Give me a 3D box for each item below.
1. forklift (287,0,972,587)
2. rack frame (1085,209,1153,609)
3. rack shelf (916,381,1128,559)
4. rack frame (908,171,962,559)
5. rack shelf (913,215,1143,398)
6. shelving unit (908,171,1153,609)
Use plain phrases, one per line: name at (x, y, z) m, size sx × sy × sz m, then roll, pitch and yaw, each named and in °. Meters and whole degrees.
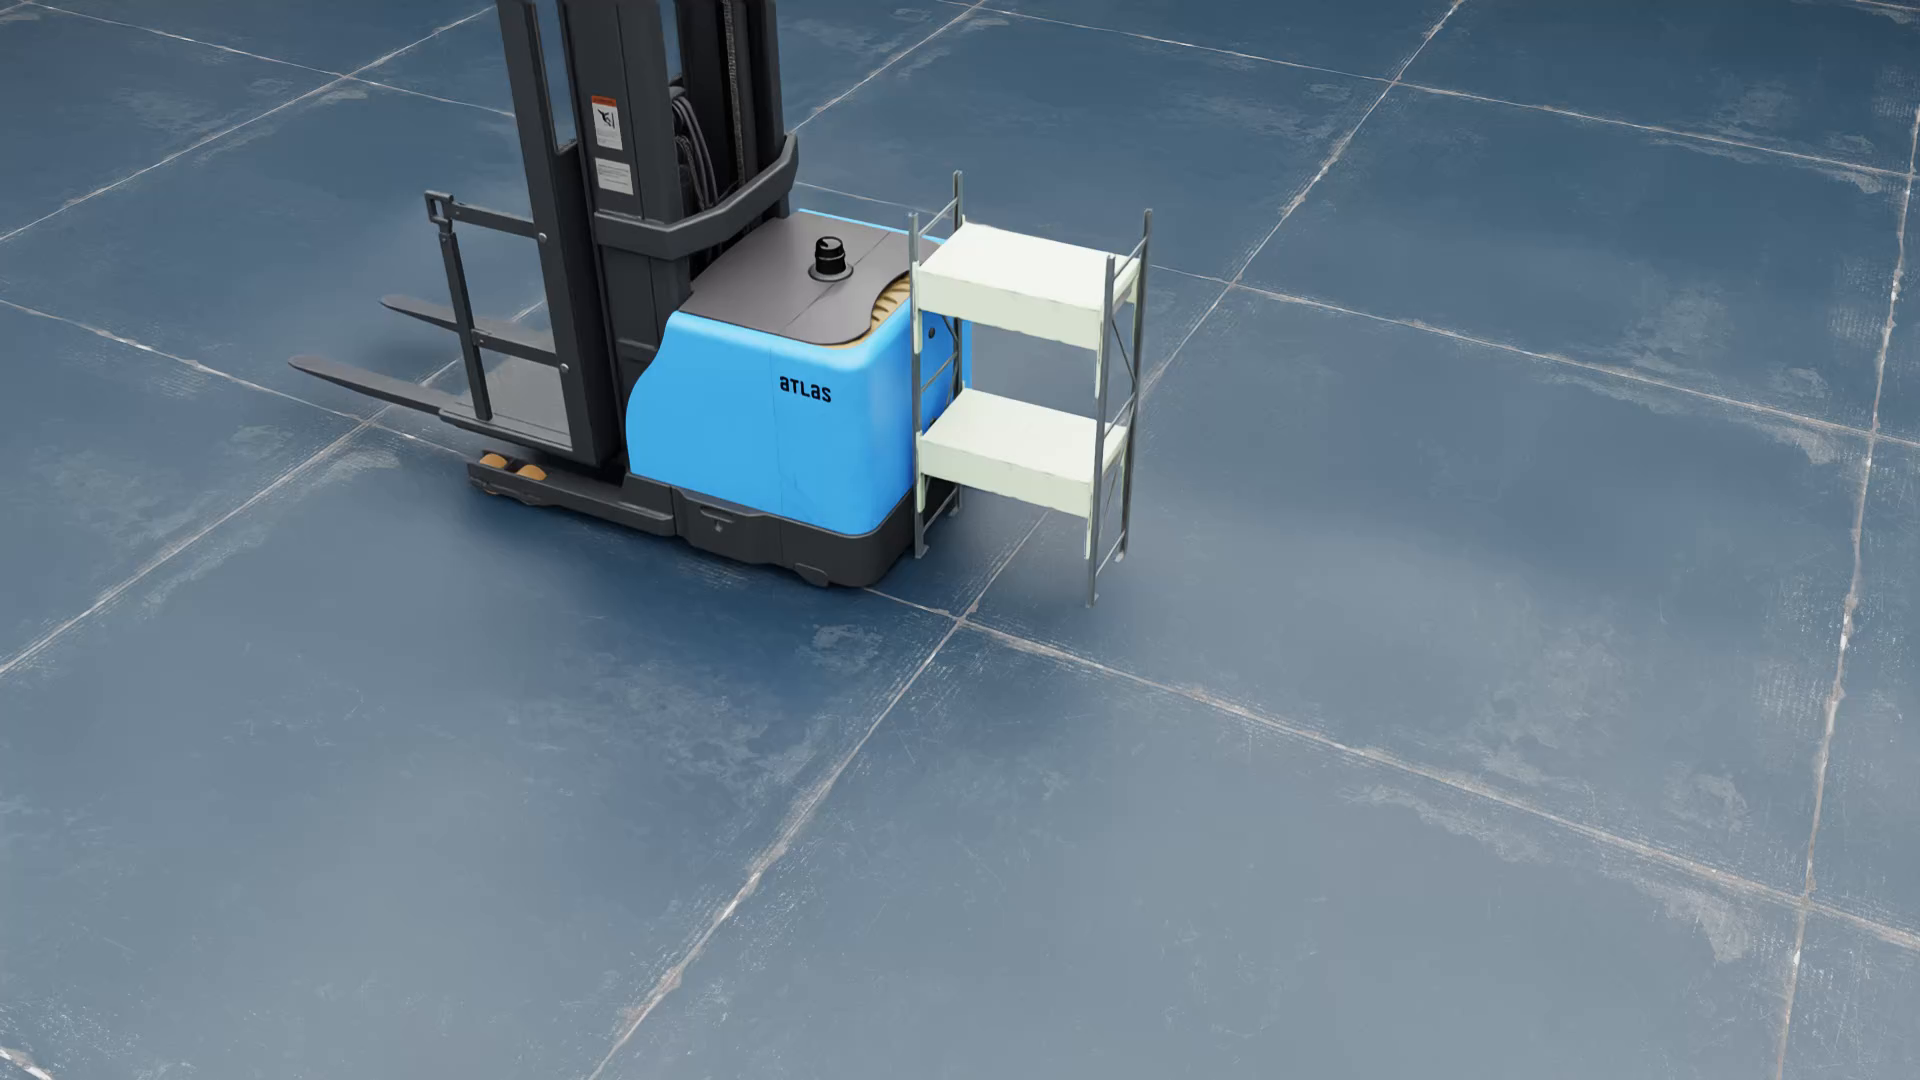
forklift at (-1.497, -1.583, 6.411) m, size 3.031 × 2.935 × 1.130 m, roll 16°, pitch 40°, yaw 20°
rack frame at (0.578, -0.444, 6.094) m, size 0.023 × 1.500 × 0.400 m, roll 16°, pitch 40°, yaw 20°
rack shelf at (0.246, -0.278, 6.415) m, size 0.720 × 0.370 × 0.431 m, roll 16°, pitch 40°, yaw 20°
rack frame at (-0.085, -0.631, 6.341) m, size 0.023 × 1.500 × 0.400 m, roll 16°, pitch 40°, yaw 20°
rack shelf at (0.246, -0.848, 5.982) m, size 0.720 × 0.370 × 0.431 m, roll 16°, pitch 40°, yaw 20°
shelving unit at (0.246, -0.538, 6.218) m, size 0.755 × 1.500 × 0.431 m, roll 16°, pitch 40°, yaw 20°
